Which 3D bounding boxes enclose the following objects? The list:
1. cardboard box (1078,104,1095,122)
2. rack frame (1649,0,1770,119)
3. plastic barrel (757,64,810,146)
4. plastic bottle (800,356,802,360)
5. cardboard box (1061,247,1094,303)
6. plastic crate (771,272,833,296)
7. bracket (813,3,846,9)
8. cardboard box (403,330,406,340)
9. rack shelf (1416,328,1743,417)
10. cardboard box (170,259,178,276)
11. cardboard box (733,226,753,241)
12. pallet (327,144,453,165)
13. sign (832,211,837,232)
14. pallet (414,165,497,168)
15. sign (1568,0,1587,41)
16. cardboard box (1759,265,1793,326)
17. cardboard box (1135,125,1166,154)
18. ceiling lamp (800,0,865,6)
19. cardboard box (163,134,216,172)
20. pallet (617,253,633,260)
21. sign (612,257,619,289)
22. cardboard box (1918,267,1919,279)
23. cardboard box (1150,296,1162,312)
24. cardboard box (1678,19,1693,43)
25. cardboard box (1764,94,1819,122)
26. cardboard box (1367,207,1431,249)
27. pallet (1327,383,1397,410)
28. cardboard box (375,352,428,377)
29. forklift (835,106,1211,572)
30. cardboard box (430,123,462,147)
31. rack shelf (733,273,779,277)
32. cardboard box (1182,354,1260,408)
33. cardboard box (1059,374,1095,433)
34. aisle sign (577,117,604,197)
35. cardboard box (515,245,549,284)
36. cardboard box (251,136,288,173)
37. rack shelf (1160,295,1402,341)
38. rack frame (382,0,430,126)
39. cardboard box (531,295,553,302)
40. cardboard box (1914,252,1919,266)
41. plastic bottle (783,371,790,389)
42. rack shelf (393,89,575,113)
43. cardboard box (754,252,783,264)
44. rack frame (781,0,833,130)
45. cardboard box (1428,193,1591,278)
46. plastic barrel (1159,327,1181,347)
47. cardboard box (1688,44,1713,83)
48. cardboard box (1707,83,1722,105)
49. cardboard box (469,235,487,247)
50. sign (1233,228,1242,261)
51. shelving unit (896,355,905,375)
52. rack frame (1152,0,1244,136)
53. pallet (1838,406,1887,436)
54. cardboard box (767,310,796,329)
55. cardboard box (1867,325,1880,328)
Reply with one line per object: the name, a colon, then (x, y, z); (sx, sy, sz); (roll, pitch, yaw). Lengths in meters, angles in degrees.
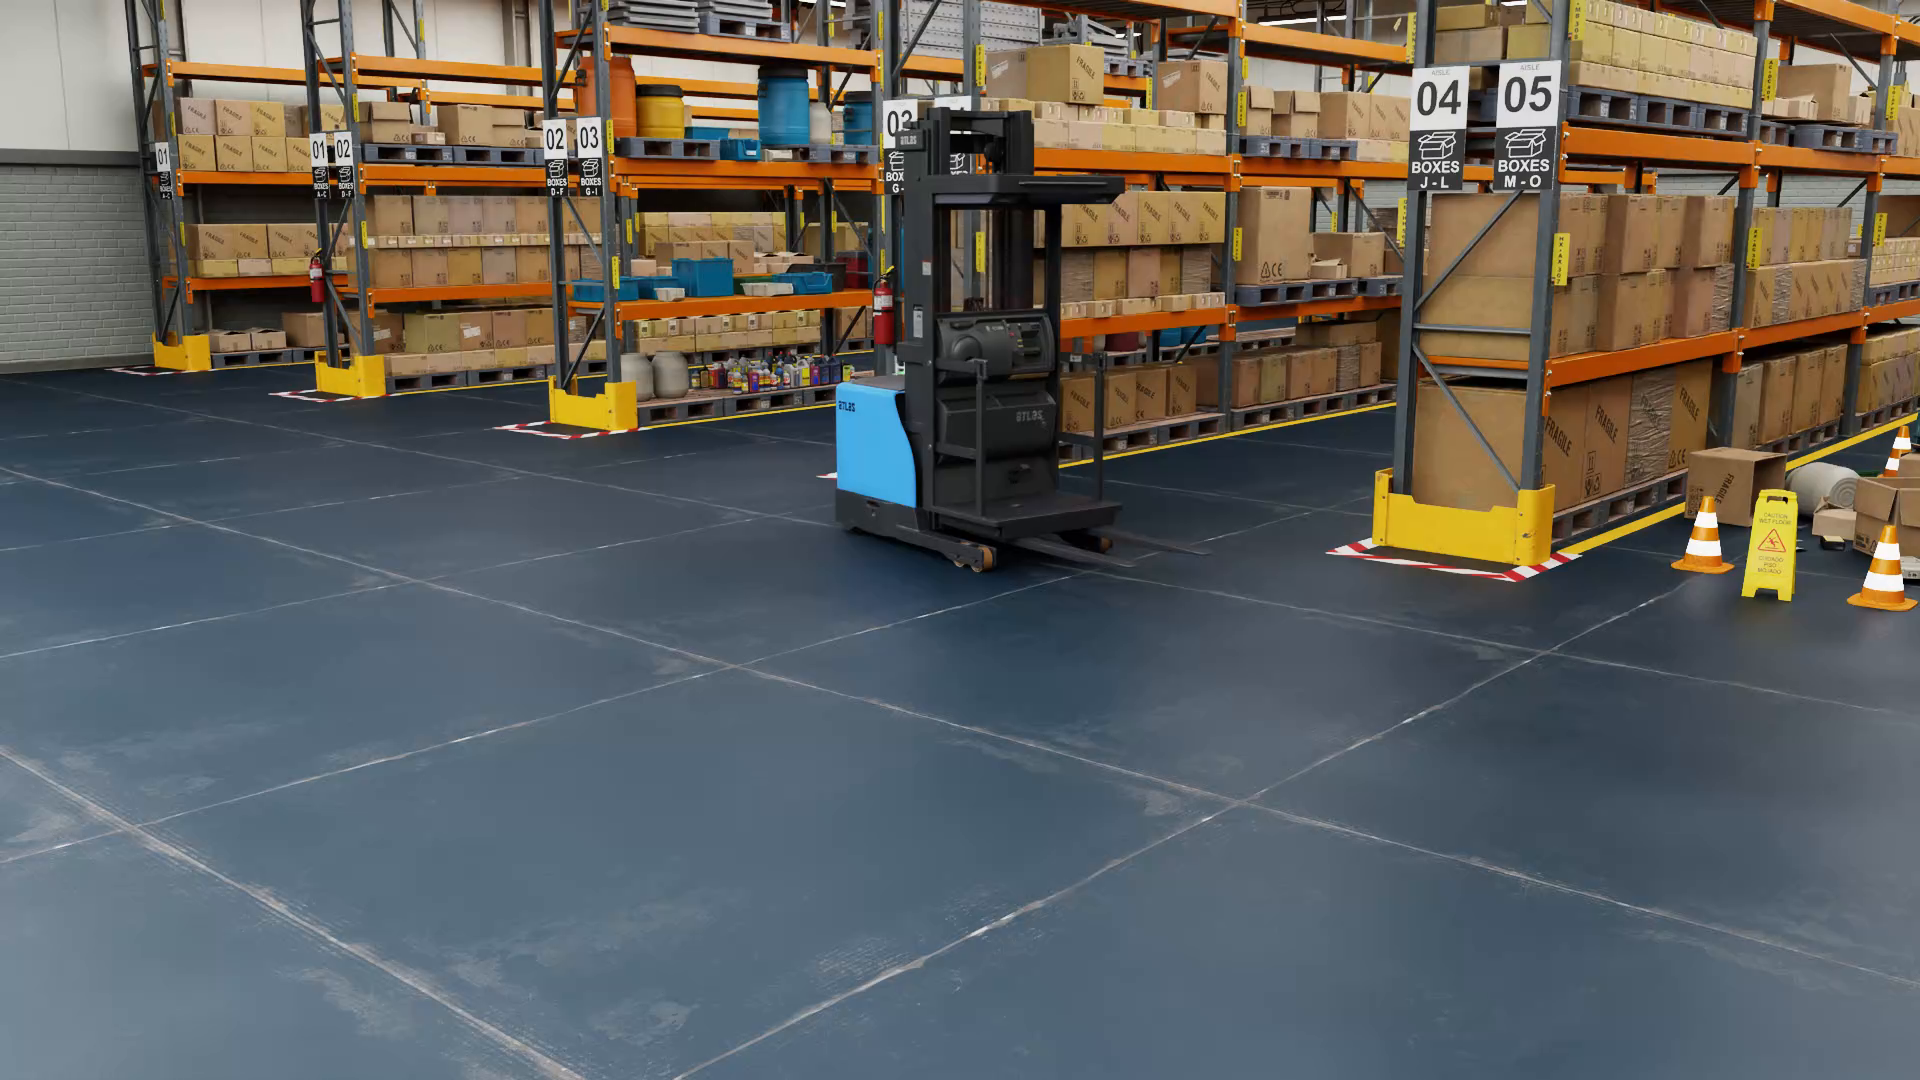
cardboard box: (0.995, -3.845, 15.012); (0.380, 0.149, 0.250); (9, 14, 38)
rack frame: (6.055, -4.929, 13.414); (1.000, 3.000, 0.127); (10, 15, 40)
plastic barrel: (-2.062, -5.074, 19.445); (0.600, 0.901, 0.708); (10, 15, 40)
plastic bottle: (-1.976, -2.112, 20.441); (0.061, 0.283, 0.133); (10, 15, 40)
cardboard box: (0.742, -2.484, 15.475); (0.875, 0.500, 0.500); (10, 15, 40)
plastic crate: (-1.851, -3.013, 19.517); (0.499, 0.251, 0.616); (10, 15, 40)
bracket: (-1.432, -11.058, 34.908); (0.076, 0.066, 4.783); (10, 15, 40)
cardboard box: (-9.097, -3.308, 26.727); (0.380, 0.166, 0.250); (7, 14, 33)
rack shelf: (4.735, -1.340, 12.599); (1.077, 0.370, 4.000); (10, 15, 40)
cardboard box: (-11.244, -4.006, 24.442); (0.500, 0.250, 0.500); (10, 15, 41)
cardboard box: (-4.268, -5.697, 31.508); (0.500, 0.500, 0.500); (10, 15, 40)
pallet: (-7.197, -4.864, 20.975); (1.003, 0.211, 1.213); (10, 15, 40)
sign: (-1.983, -5.010, 26.179); (0.100, 0.325, 0.005); (10, 15, 40)
pallet: (-8.279, -6.020, 27.017); (1.213, 0.211, 1.003); (10, 15, 40)
sign: (3.828, -3.264, 10.305); (0.100, 0.325, 0.005); (10, 15, 40)
cardboard box: (6.937, -2.153, 14.578); (0.500, 0.500, 0.500); (10, 15, 41)
cardboard box: (1.606, -3.789, 15.746); (0.500, 0.250, 0.500); (10, 15, 40)
ceiling lamp: (-1.928, -11.060, 29.209); (0.800, 3.185, 2.000); (10, 15, 40)
cardboard box: (-10.998, -5.523, 23.739); (0.500, 0.500, 0.500); (10, 15, 42)
pallet: (-6.516, -4.940, 29.278); (1.213, 0.211, 1.003); (10, 15, 40)
sign: (-3.554, -2.759, 17.160); (0.100, 0.325, 0.005); (10, 15, 40)
cardboard box: (10.720, -3.051, 18.899); (0.380, 0.149, 0.250); (9, 14, 37)
cardboard box: (1.747, -2.315, 16.285); (0.380, 0.149, 0.250); (10, 15, 40)
cardboard box: (5.051, -3.662, 12.009); (0.380, 0.149, 0.250); (10, 15, 41)
cardboard box: (7.450, -3.895, 14.912); (0.396, 0.266, 0.258); (10, 15, 40)
cardboard box: (5.532, -3.878, 20.654); (0.797, 0.503, 0.637); (10, 15, 42)
pallet: (4.520, -1.750, 19.932); (1.003, 0.211, 1.213); (10, 15, 40)
cardboard box: (-7.162, -2.244, 21.235); (0.500, 0.250, 0.500); (10, 15, 40)
forklift: (0.373, -1.338, 10.926); (1.130, 2.935, 3.031); (-8, 14, -36)
cardboard box: (-6.754, -5.323, 21.845); (0.500, 0.311, 0.500); (-10, 15, -41)
rack shelf: (-3.722, -3.866, 25.246); (1.077, 0.370, 4.000); (10, 15, 40)
cardboard box: (2.818, -1.721, 17.927); (0.700, 0.500, 0.500); (8, 14, 36)
cardboard box: (0.977, -1.307, 15.905); (0.500, 0.500, 0.500); (-10, 15, -42)
aisle sign: (-3.792, -3.922, 17.049); (0.394, 0.787, 0.004); (10, 15, 40)
cardboard box: (-6.008, -3.756, 22.602); (0.700, 0.500, 0.500); (10, 15, 41)
cardboard box: (-10.277, -5.674, 24.496); (0.500, 0.500, 0.500); (11, 16, 43)
rack shelf: (3.717, -2.585, 18.831); (1.077, 0.370, 4.000); (10, 15, 40)
rack frame: (-8.766, -7.506, 26.319); (1.000, 3.000, 0.127); (10, 15, 40)
cardboard box: (-7.321, -4.246, 28.656); (0.500, 0.250, 0.500); (10, 15, 40)
cardboard box: (10.533, -3.155, 18.657); (0.380, 0.149, 0.250); (9, 14, 37)
plastic bottle: (-2.040, -1.875, 19.462); (0.097, 0.201, 0.097); (0, 11, 0)
rack shelf: (-7.446, -7.252, 27.902); (1.077, 0.370, 4.000); (10, 15, 40)
cardboard box: (-3.138, -4.363, 26.124); (0.500, 0.311, 0.500); (10, 15, 40)
rack frame: (-2.402, -7.455, 26.061); (1.000, 3.000, 0.127); (10, 15, 40)
cardboard box: (3.689, -2.051, 11.183); (0.875, 0.550, 0.550); (10, 15, 40)
plastic barrel: (3.117, -3.456, 25.639); (0.600, 0.901, 0.708); (10, 15, 40)
cardboard box: (5.258, -3.532, 12.375); (0.500, 0.250, 0.500); (10, 15, 40)
cardboard box: (5.551, -3.382, 12.641); (0.380, 0.149, 0.250); (10, 15, 41)
cardboard box: (-6.414, -3.923, 21.782); (0.380, 0.149, 0.250); (10, 15, 40)
sign: (2.809, -2.999, 16.857); (0.100, 0.325, 0.005); (10, 15, 40)
shelving unit: (-0.208, -0.806, 12.682); (0.503, 1.200, 0.258); (-5, 13, -25)
rack frame: (2.396, -5.585, 16.699); (1.000, 3.000, 0.127); (10, 15, 40)
pallet: (9.213, -1.323, 17.796); (1.003, 0.211, 1.213); (10, 15, 40)
cardboard box: (-2.901, -3.460, 25.890); (0.500, 0.311, 0.500); (9, 15, 39)
cardboard box: (10.300, -2.359, 19.258); (0.500, 0.250, 0.500); (10, 15, 42)
